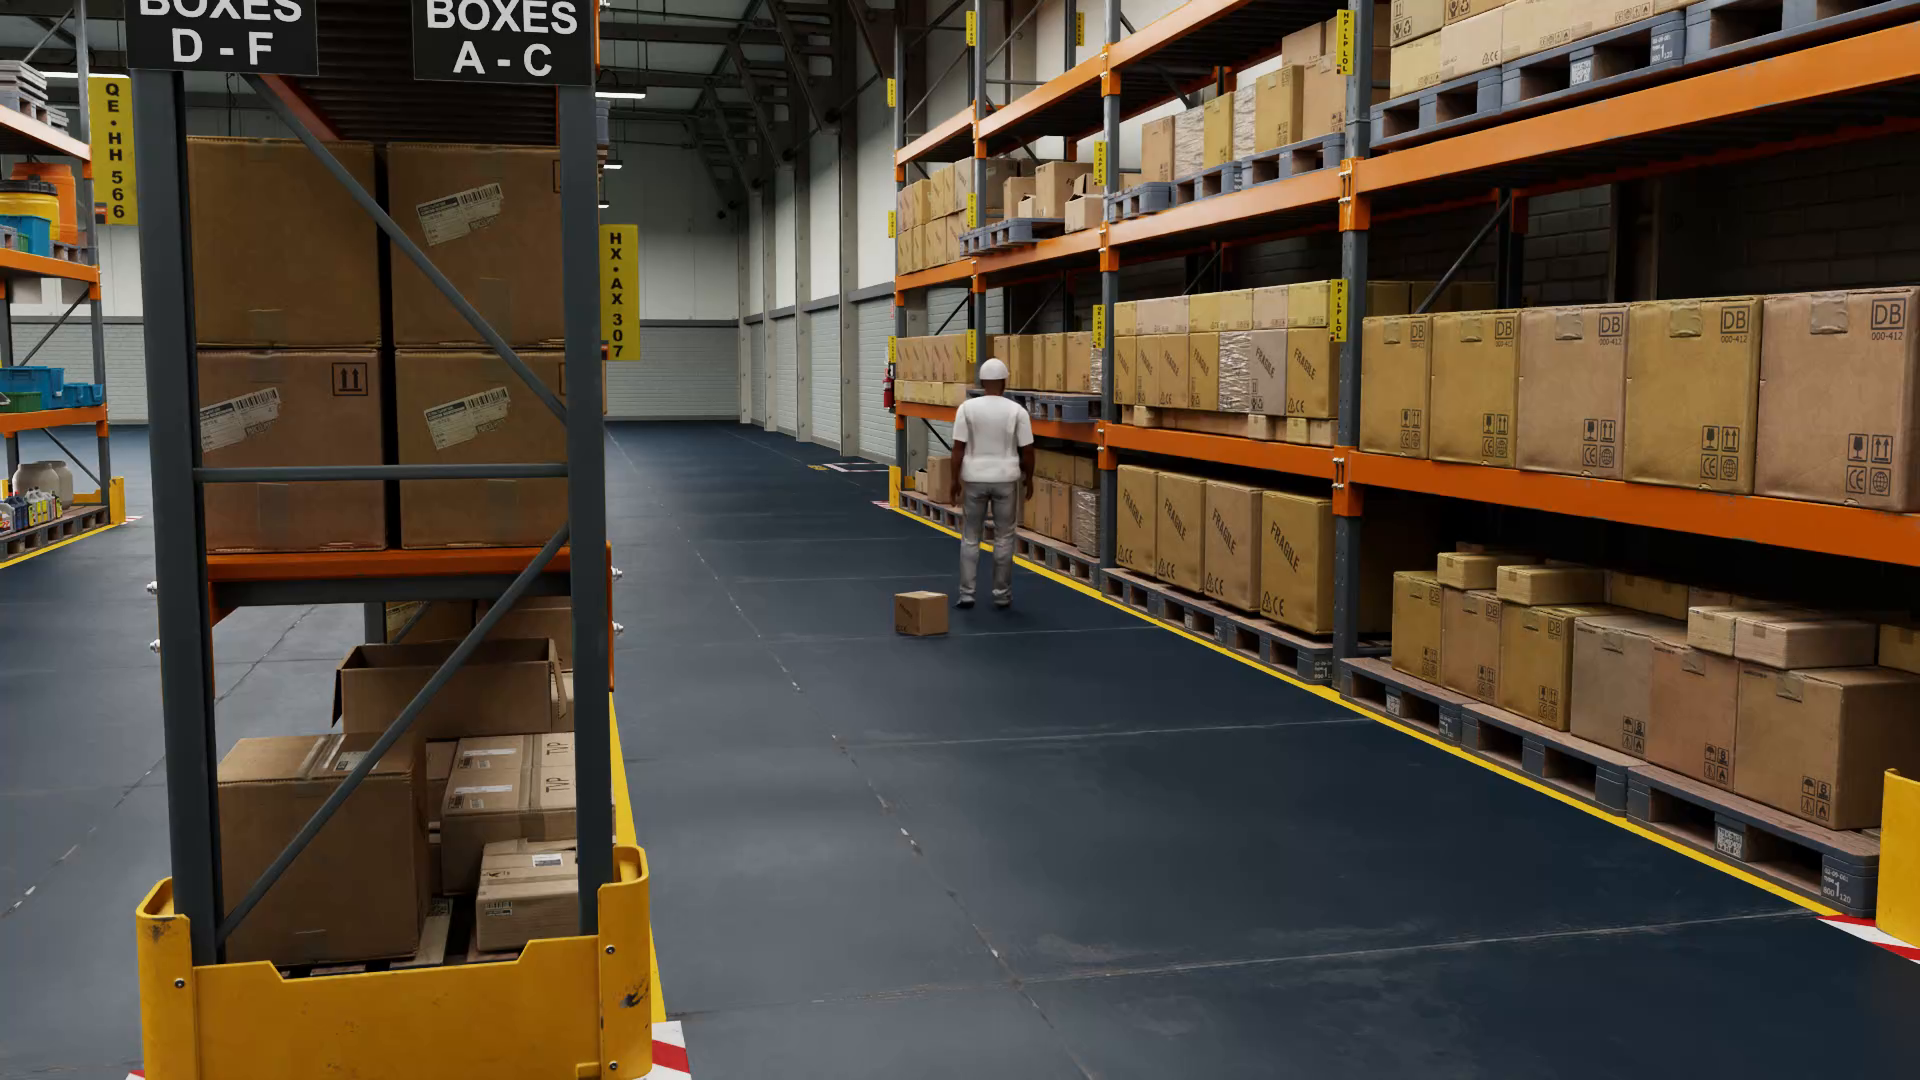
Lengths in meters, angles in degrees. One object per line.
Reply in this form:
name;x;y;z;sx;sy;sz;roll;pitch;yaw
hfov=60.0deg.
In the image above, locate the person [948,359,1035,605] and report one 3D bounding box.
person;0.232;-0.393;11.974;0.614;1.815;0.456;1;6;6
